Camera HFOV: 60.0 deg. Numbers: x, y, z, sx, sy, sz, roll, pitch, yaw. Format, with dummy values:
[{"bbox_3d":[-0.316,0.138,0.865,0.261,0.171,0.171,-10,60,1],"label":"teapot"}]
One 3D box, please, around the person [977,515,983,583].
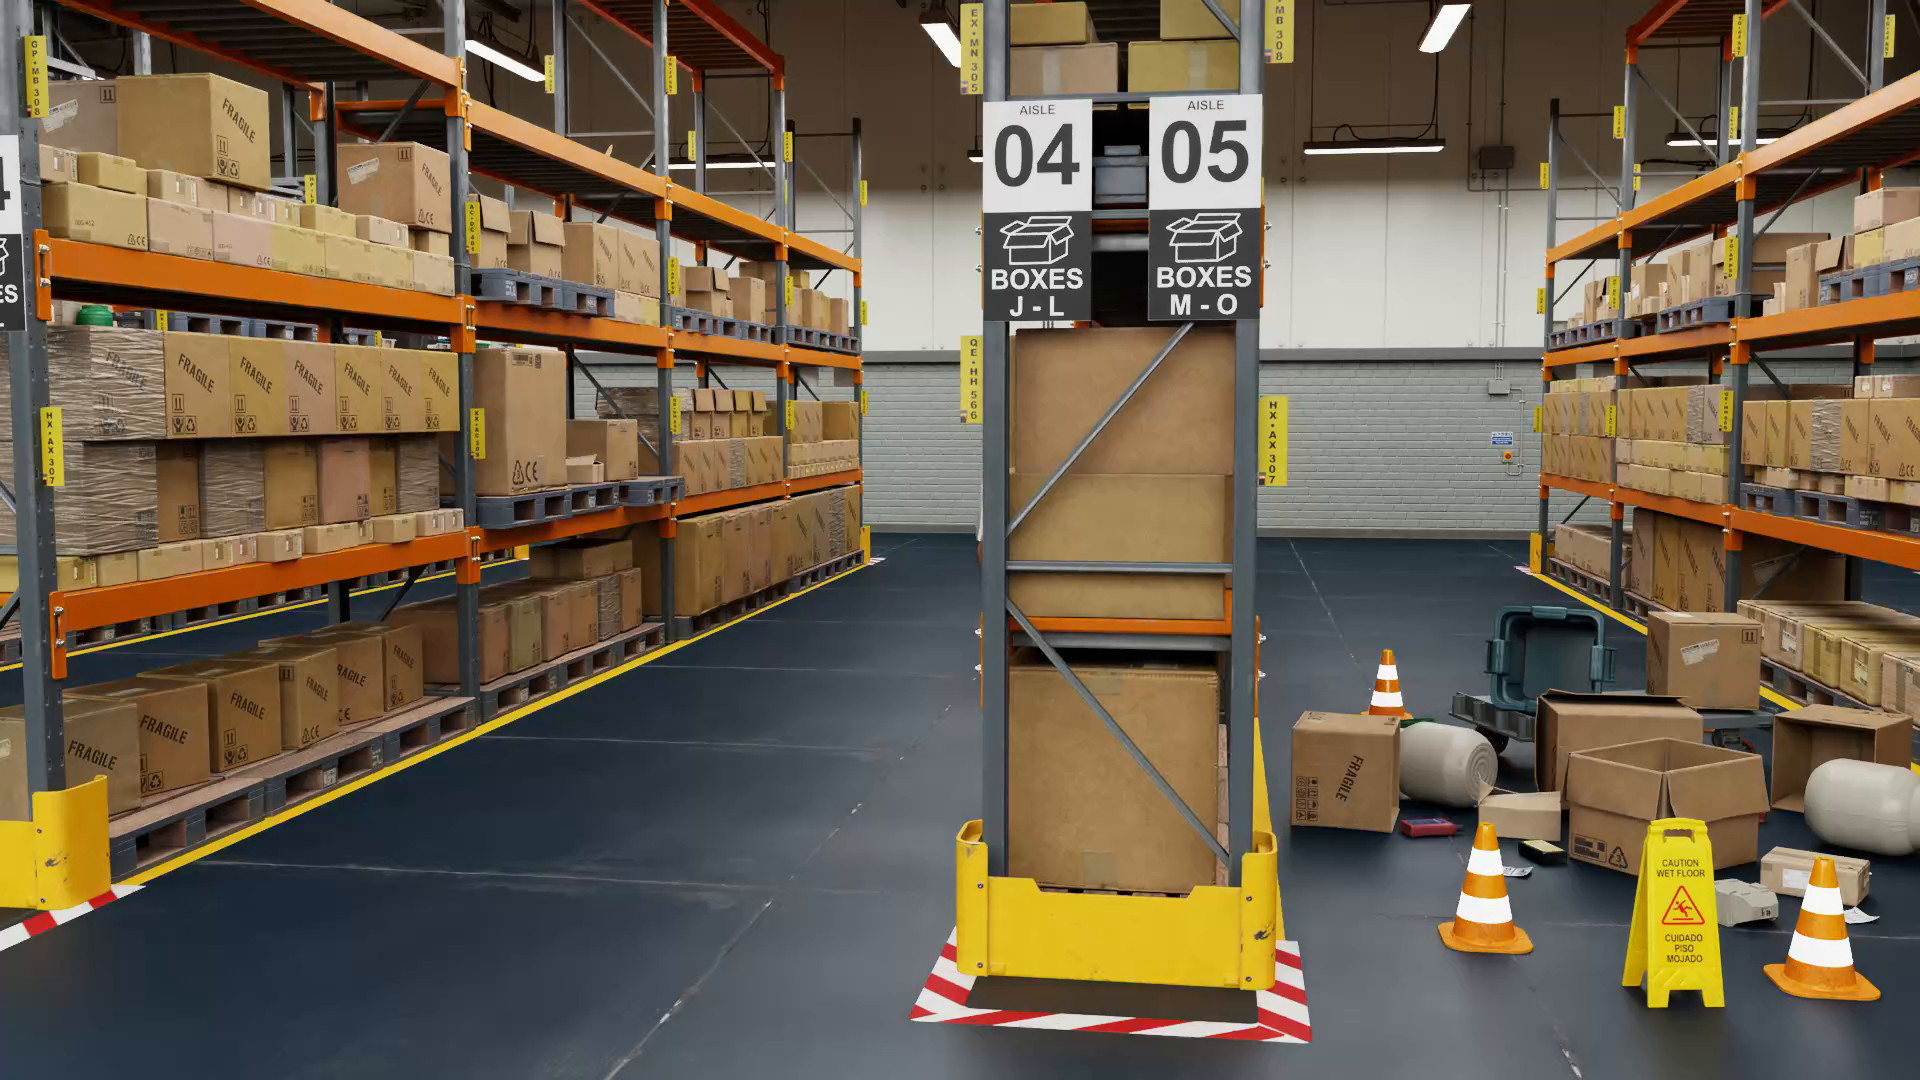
[{"bbox_3d":[0.480,0.218,15.032,0.632,1.405,0.762,1,4,8],"label":"person"}]
